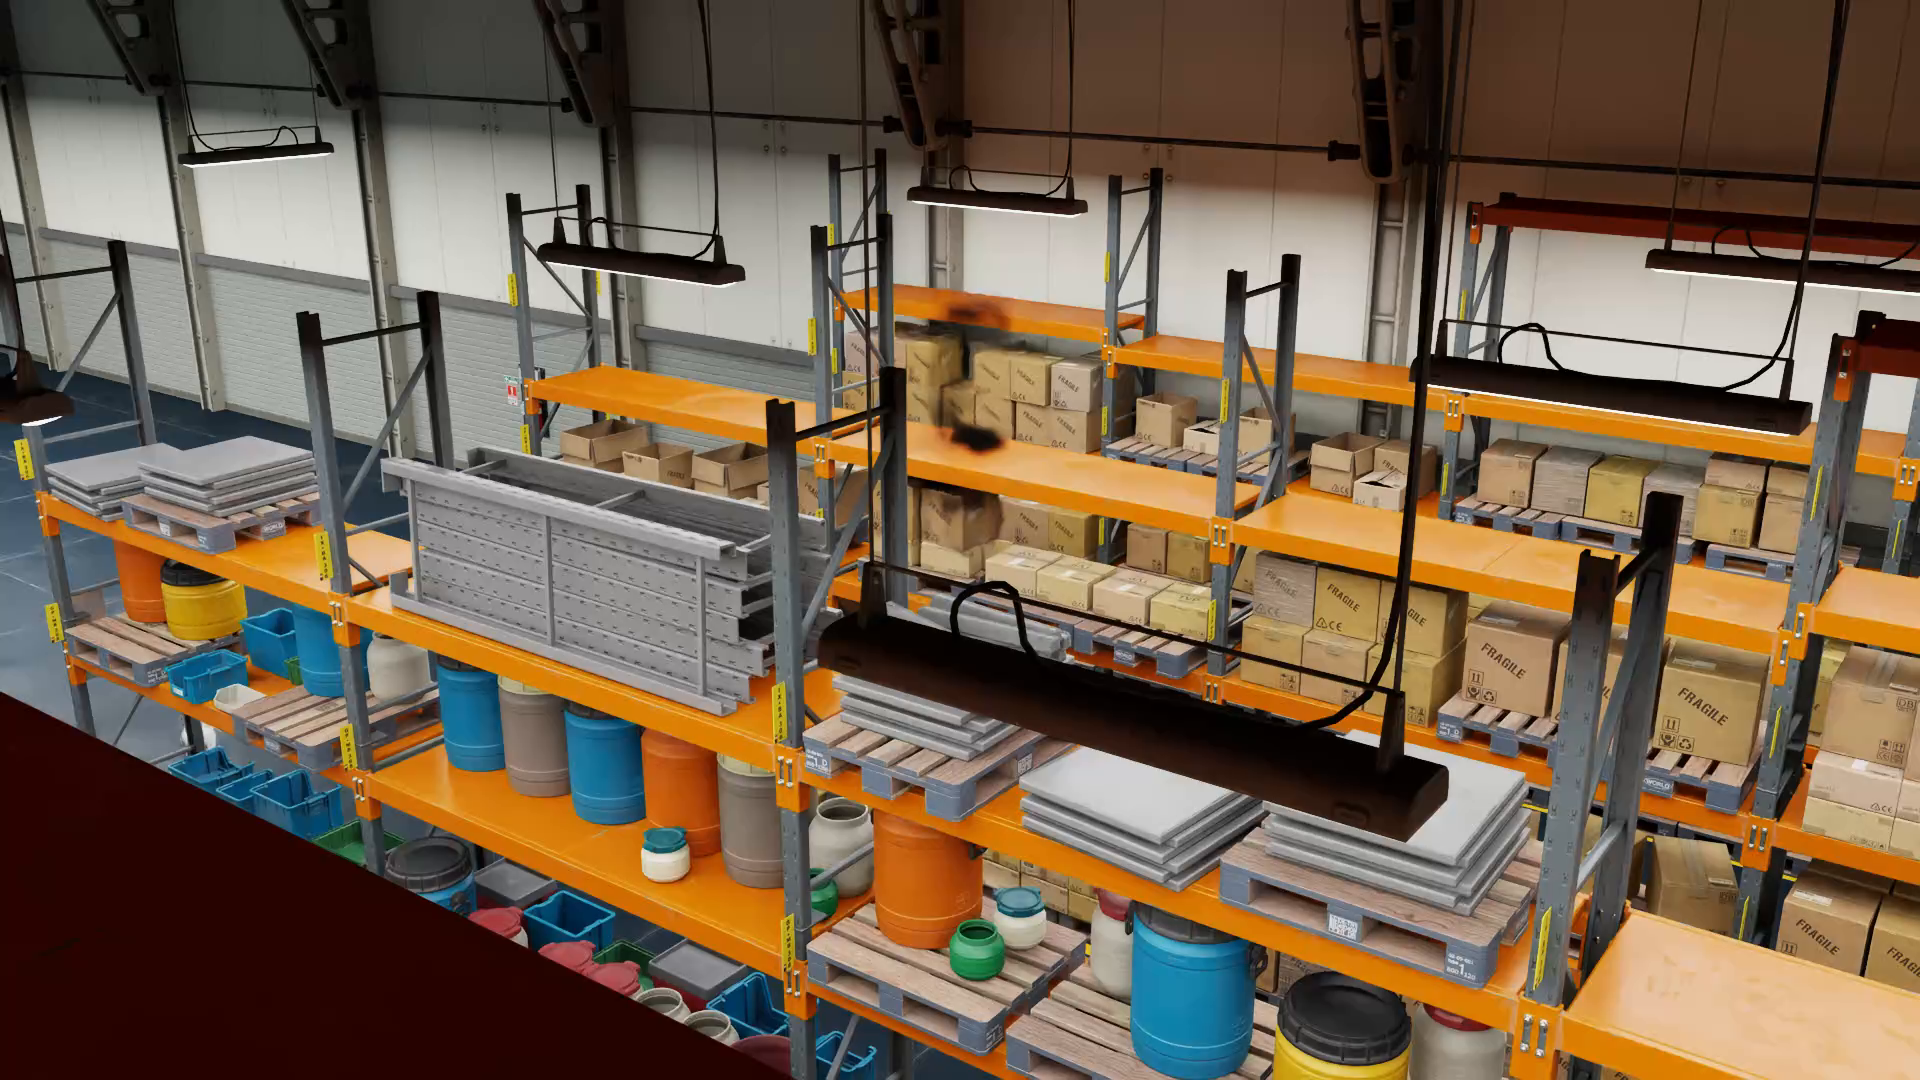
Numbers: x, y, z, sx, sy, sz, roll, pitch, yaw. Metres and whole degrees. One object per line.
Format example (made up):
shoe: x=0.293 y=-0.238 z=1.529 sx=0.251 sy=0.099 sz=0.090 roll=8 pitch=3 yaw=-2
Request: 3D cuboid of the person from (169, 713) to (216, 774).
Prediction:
person: x=-7.257 y=2.215 z=15.894 sx=0.598 sy=1.649 sz=0.629 roll=17 pitch=25 yaw=42
